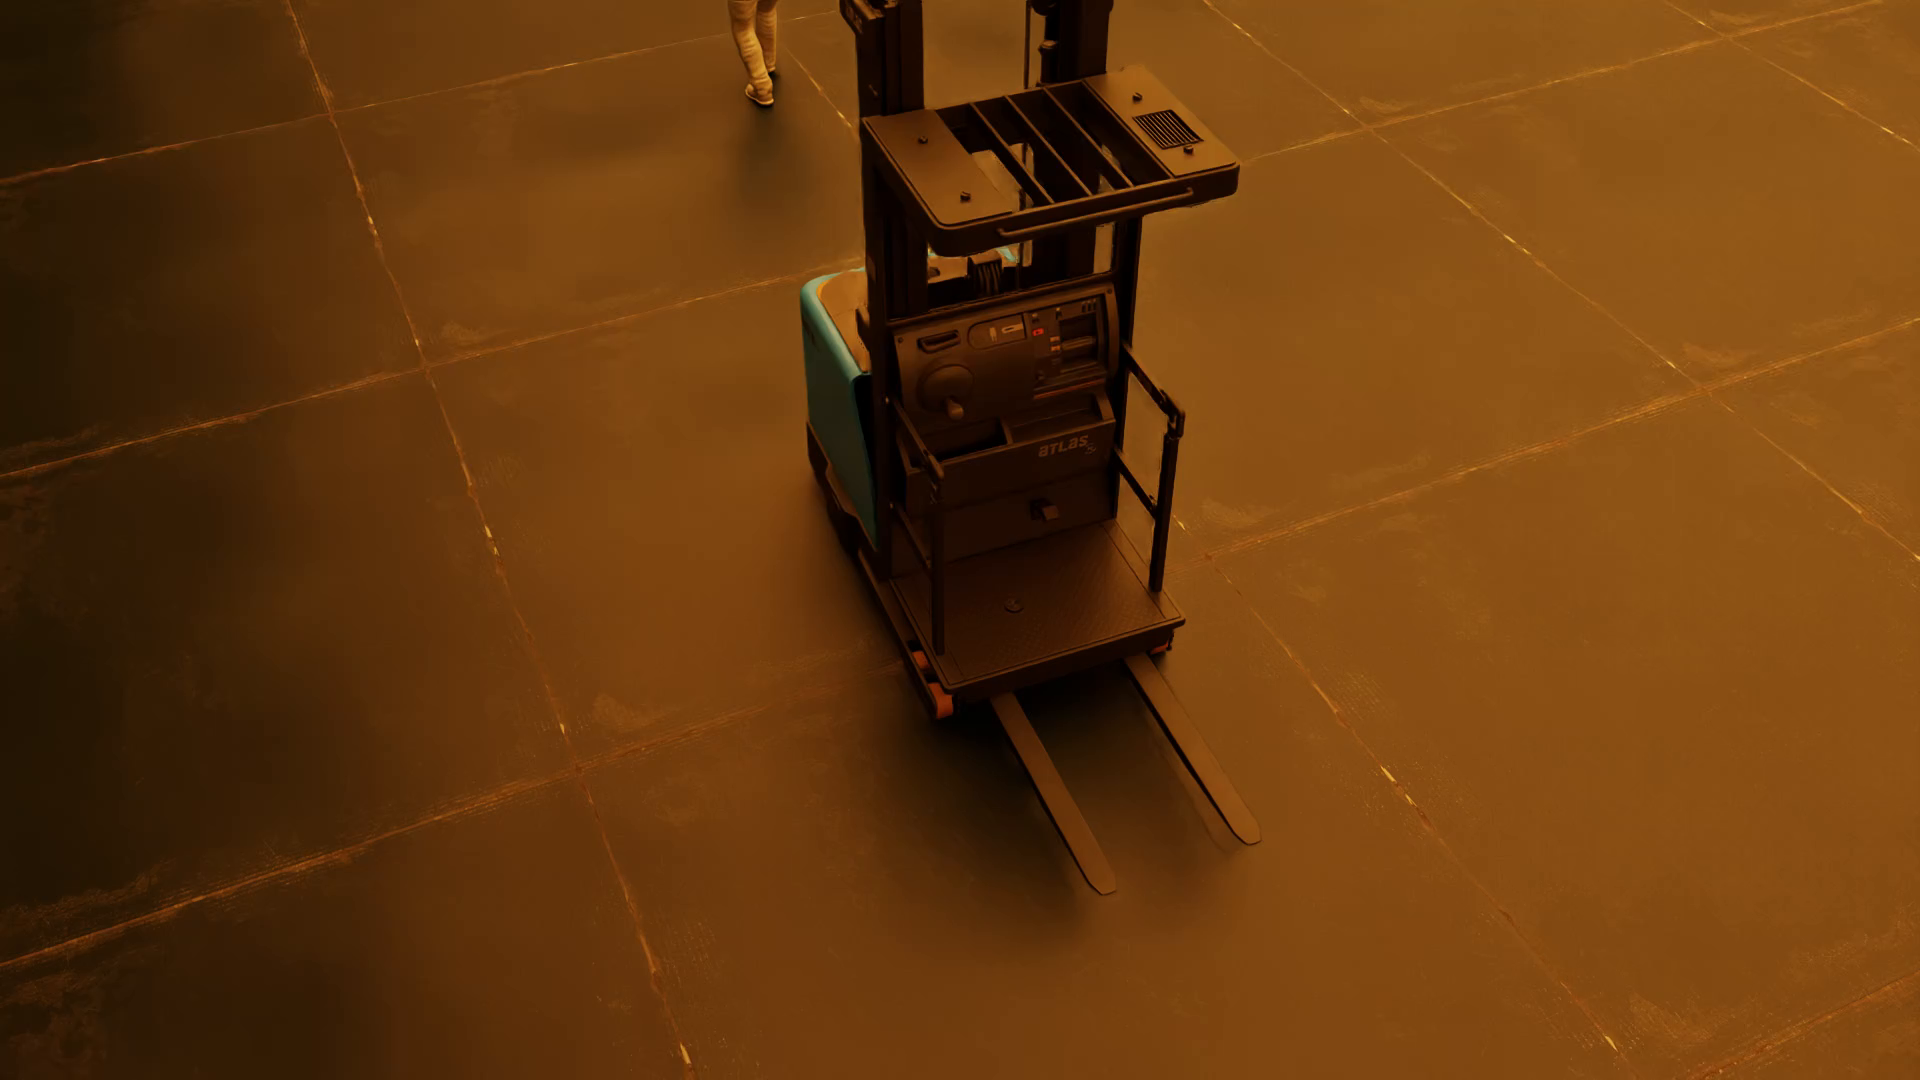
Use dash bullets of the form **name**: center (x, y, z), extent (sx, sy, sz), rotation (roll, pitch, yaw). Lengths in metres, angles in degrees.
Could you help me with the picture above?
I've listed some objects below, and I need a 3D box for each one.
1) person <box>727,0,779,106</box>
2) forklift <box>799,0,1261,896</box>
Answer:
- **person**: center (-1.311, -3.650, 10.565), extent (0.919, 1.653, 0.693), rotation (-22, 47, -22)
- **forklift**: center (0.272, -0.647, 6.373), extent (1.130, 2.935, 3.031), rotation (-15, 45, -16)
